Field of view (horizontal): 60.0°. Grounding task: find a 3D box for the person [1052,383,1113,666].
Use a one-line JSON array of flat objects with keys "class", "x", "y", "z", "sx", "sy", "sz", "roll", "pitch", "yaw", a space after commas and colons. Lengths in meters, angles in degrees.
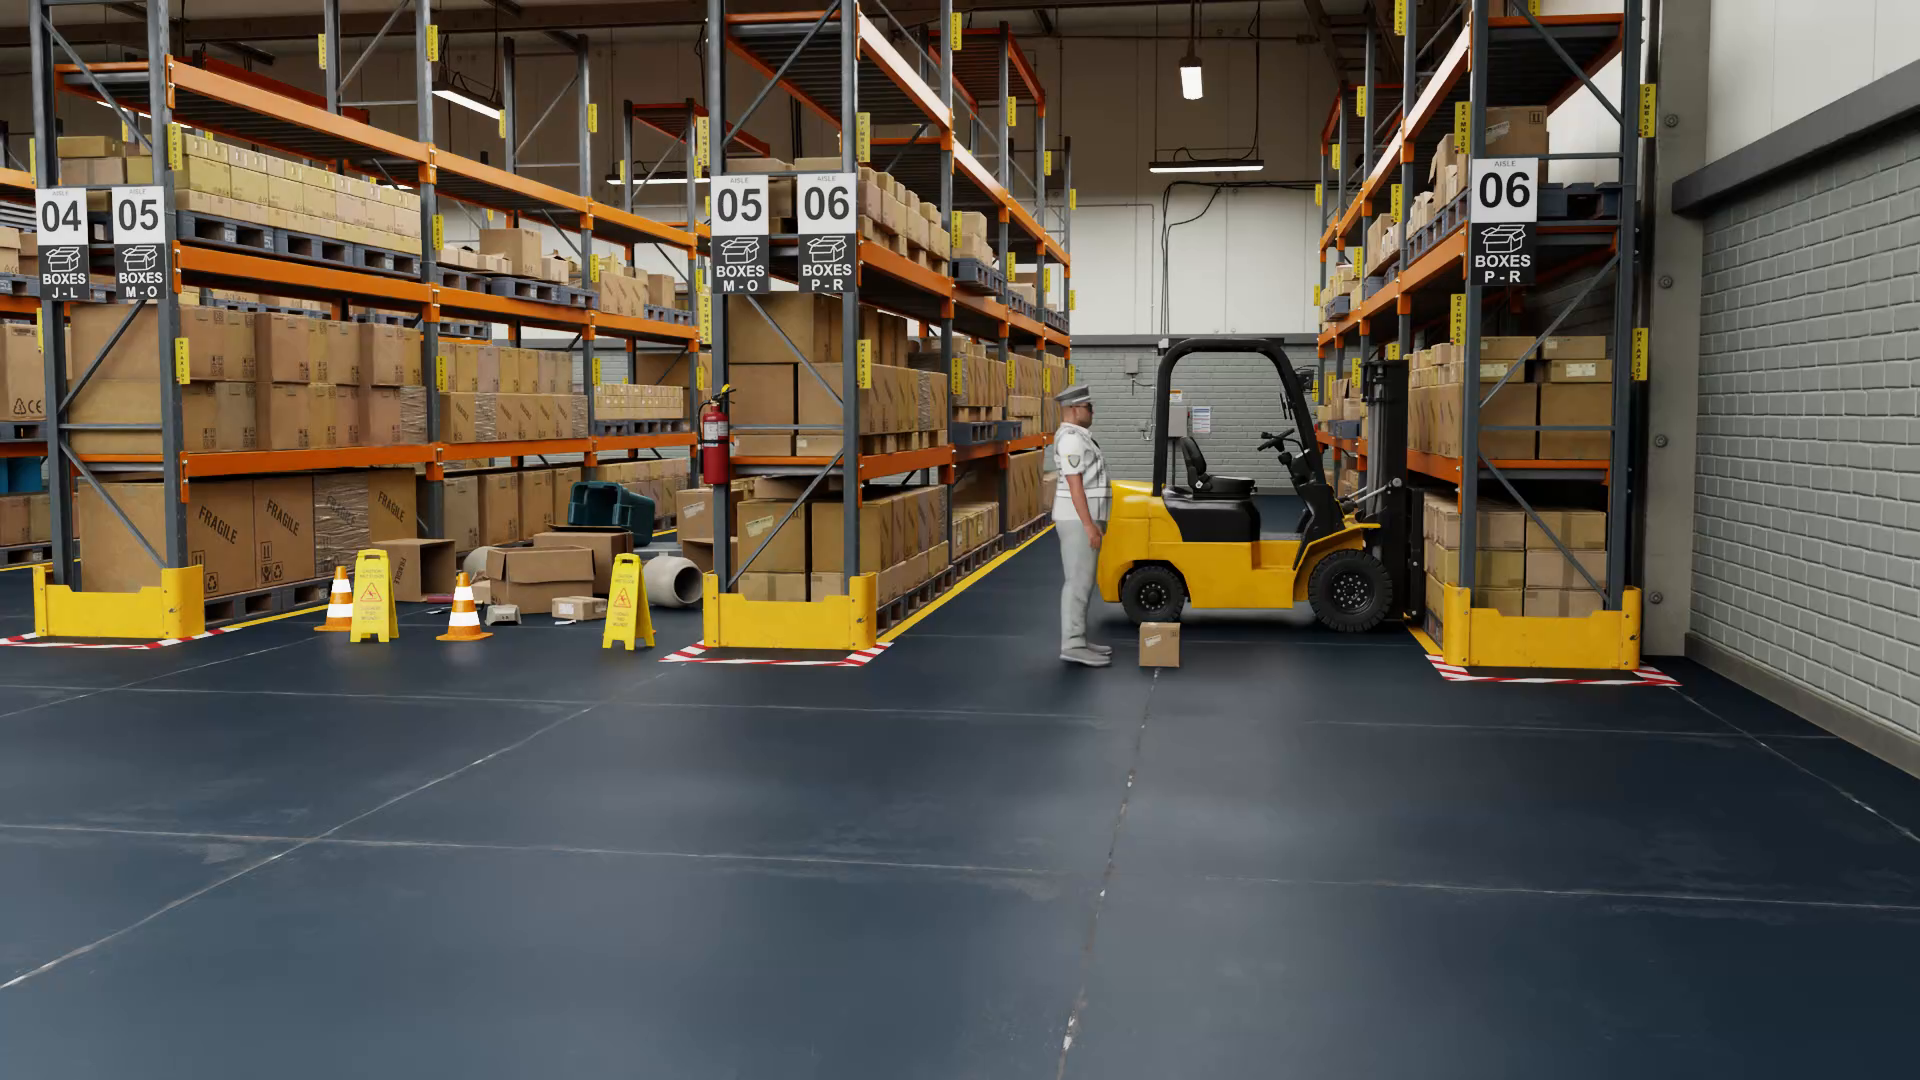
[{"class": "person", "x": 0.792, "y": -0.111, "z": 10.694, "sx": 0.403, "sy": 1.784, "sz": 0.550, "roll": 0, "pitch": 4, "yaw": 2}]
